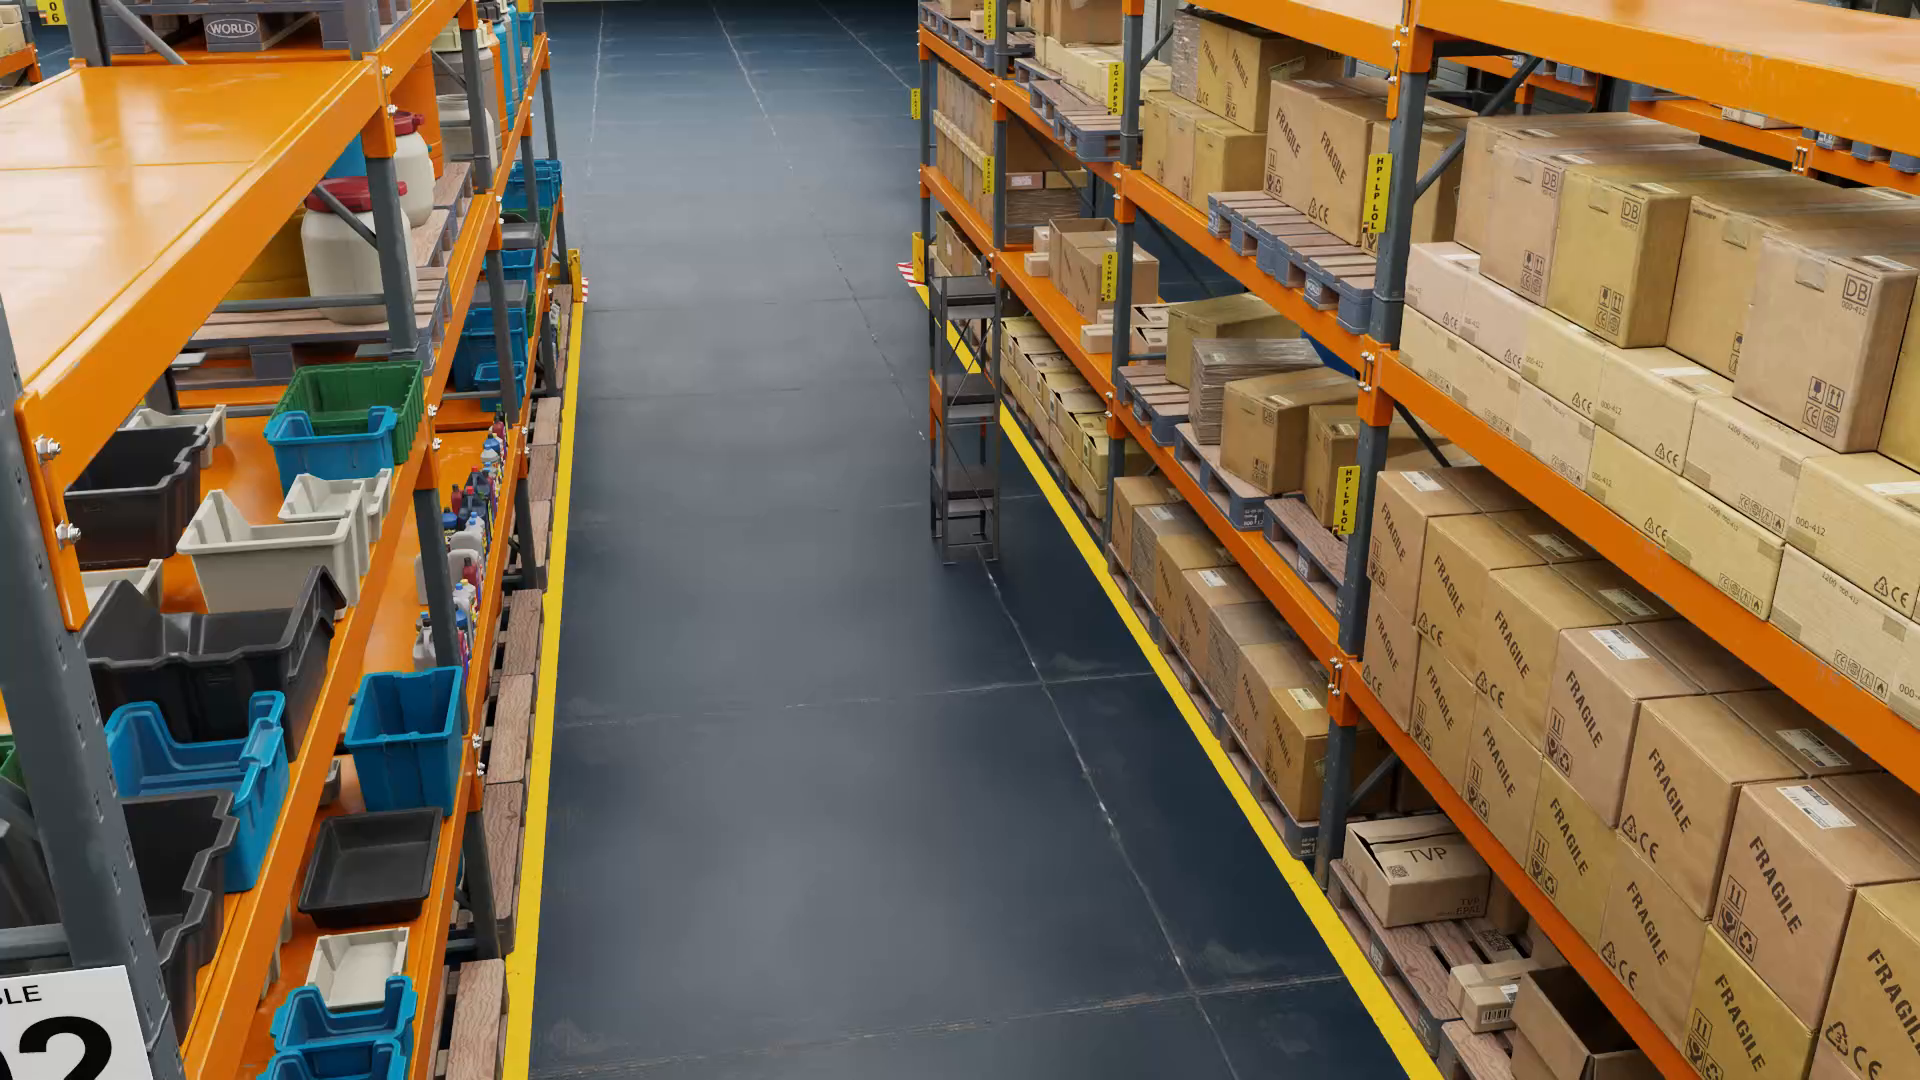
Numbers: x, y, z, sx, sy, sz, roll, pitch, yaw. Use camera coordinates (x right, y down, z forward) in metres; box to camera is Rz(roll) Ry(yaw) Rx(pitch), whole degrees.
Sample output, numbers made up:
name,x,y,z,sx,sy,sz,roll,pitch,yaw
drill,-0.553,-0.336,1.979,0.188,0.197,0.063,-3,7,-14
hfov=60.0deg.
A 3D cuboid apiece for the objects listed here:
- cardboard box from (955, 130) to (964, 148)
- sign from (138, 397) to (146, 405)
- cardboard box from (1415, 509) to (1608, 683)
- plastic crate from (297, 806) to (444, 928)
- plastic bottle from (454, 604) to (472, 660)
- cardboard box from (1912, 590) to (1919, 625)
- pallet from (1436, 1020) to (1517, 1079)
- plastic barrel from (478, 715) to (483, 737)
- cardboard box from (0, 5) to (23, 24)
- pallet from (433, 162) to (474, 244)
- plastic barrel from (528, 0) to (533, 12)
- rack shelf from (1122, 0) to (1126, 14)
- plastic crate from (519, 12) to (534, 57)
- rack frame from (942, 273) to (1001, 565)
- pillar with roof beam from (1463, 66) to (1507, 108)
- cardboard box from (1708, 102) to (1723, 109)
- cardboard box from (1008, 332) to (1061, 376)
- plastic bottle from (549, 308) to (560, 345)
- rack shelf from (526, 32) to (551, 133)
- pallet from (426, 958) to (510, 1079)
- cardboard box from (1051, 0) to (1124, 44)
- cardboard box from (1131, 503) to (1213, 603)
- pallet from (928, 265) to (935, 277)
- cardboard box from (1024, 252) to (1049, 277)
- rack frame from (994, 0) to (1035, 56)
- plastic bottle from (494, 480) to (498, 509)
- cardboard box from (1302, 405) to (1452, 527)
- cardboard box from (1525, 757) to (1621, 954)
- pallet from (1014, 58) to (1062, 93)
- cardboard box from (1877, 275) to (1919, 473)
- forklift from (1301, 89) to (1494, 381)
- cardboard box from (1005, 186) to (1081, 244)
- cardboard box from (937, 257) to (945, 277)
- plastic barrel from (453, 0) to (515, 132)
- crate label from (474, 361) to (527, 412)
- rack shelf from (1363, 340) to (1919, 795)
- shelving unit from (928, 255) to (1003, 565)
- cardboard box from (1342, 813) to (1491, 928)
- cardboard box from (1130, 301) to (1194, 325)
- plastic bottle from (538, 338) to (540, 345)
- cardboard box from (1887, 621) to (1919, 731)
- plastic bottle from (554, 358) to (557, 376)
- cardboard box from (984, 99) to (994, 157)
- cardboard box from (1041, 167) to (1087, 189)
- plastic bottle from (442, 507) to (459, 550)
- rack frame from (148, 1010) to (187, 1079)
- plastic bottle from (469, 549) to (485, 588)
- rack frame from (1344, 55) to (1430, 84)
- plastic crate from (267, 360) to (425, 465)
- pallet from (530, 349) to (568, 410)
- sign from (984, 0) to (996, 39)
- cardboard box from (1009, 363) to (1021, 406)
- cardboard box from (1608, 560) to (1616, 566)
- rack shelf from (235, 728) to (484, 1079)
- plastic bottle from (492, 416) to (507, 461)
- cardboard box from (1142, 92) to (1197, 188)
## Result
name,x,y,z,sx,sy,sz,roll,pitch,yaw
cardboard box,0.160,-4.075,16.897,0.380,0.149,0.250,-5,24,-10
sign,-3.132,-0.662,6.259,0.100,0.325,0.005,-4,24,-10
cardboard box,2.184,0.217,6.632,0.500,0.500,0.500,-5,24,-11
plastic crate,-2.120,1.196,6.033,0.437,0.125,0.590,-4,24,-10
plastic bottle,-2.321,0.425,7.690,0.097,0.271,0.097,0,24,0
cardboard box,2.672,0.167,3.935,0.500,0.250,0.500,-4,24,-10
pallet,2.633,2.341,6.627,1.003,0.211,1.213,-4,24,-10
plastic barrel,-2.822,0.902,9.021,0.421,0.512,0.421,0,24,0
cardboard box,-9.319,-5.079,16.073,0.380,0.149,0.250,-4,24,-10
pallet,-3.285,-1.877,9.287,1.003,0.211,1.213,-4,24,-10
plastic barrel,-4.595,-5.625,16.574,0.600,0.830,0.708,-4,24,-10
rack shelf,1.168,-4.285,12.216,1.077,0.370,4.000,-4,24,-10
plastic crate,-4.161,-4.683,15.496,0.392,0.384,0.575,-4,24,-10
rack frame,0.076,-0.801,11.461,0.400,2.100,0.015,-4,24,-10
pillar with roof beam,1.675,-6.996,17.025,9.100,9.000,0.400,-4,24,-10
cardboard box,6.257,-3.578,12.792,0.797,0.503,0.637,-1,24,-2
cardboard box,0.718,-1.646,14.482,0.500,0.311,0.500,-5,24,-10
plastic bottle,-3.925,-2.047,15.950,0.144,0.351,0.185,-4,24,-10
rack shelf,-4.440,-4.302,15.502,1.077,0.370,4.000,-4,24,-10
pallet,-2.417,2.241,6.855,1.003,0.211,1.213,-4,24,-10
cardboard box,1.002,-4.209,13.118,0.500,0.500,0.500,-2,24,-5
cardboard box,1.444,0.088,10.875,0.500,0.500,0.500,-5,24,-12
pallet,0.241,-2.833,18.472,1.003,0.211,1.213,-4,24,-10
cardboard box,0.762,-2.356,14.211,0.380,0.149,0.250,-4,24,-10
rack frame,0.799,-5.584,13.793,1.000,3.000,0.127,-4,24,-10
plastic bottle,-2.664,-0.273,9.374,0.097,0.201,0.097,0,24,0
cardboard box,2.221,-0.395,8.758,0.700,0.500,0.500,-1,24,-1
cardboard box,2.388,1.084,5.894,0.500,0.500,0.500,-5,24,-10
pallet,0.974,-3.776,13.639,0.805,0.209,1.217,-5,24,-12
cardboard box,2.897,-0.397,4.290,0.700,0.500,0.500,-4,24,-10
forklift,3.856,-1.909,12.960,1.130,2.935,3.031,-8,25,-17
cardboard box,0.710,-3.055,15.372,0.700,0.500,0.500,-5,24,-11
cardboard box,0.036,-2.917,18.092,0.500,0.250,0.500,-4,24,-10
plastic barrel,-3.521,-3.376,11.858,0.600,0.901,0.708,-4,24,-10
crate label,-3.040,-1.013,11.032,0.303,0.233,0.416,-4,24,-10
rack shelf,2.648,0.053,5.531,1.077,0.370,4.000,-4,24,-10
shelving unit,0.031,-0.897,11.681,0.431,2.100,0.503,-4,24,-10
cardboard box,2.143,1.523,7.824,0.500,0.311,0.500,-4,24,-10
cardboard box,1.563,-1.587,12.247,0.500,0.311,0.500,-5,24,-10
plastic bottle,-3.953,-1.795,15.373,0.144,0.351,0.185,-4,24,-10
cardboard box,2.663,0.397,4.034,0.500,0.250,0.500,-4,24,-10
plastic bottle,-3.717,-1.587,15.082,0.097,0.201,0.097,0,24,0
cardboard box,0.616,-3.848,15.567,0.700,0.500,0.500,-4,24,-10
cardboard box,0.939,-3.298,15.119,0.380,0.149,0.250,-4,24,-10
plastic bottle,-2.688,-0.044,8.763,0.097,0.271,0.097,0,24,0
rack frame,-1.851,2.250,3.350,1.000,3.000,0.127,-4,24,-10
plastic bottle,-2.468,0.146,8.417,0.097,0.201,0.097,0,24,0
rack frame,4.926,-4.777,19.439,1.000,3.000,0.127,-4,24,-10
plastic crate,-2.215,-0.457,6.064,0.450,0.188,0.662,-4,24,-10
pallet,-4.153,-1.459,15.328,1.003,0.211,1.213,-4,24,-10
sign,0.253,-4.441,14.179,0.100,0.325,0.005,-4,24,-10
cardboard box,0.723,-1.389,14.594,0.500,0.250,0.500,-4,24,-8
cardboard box,2.723,0.189,6.696,0.500,0.500,0.500,-5,24,-11
rack shelf,-2.221,1.793,5.296,1.077,0.370,4.000,-4,24,-10
plastic bottle,-2.794,-0.625,10.079,0.061,0.283,0.133,-4,24,-10
cardboard box,1.652,-2.513,10.384,0.910,0.500,0.500,-4,24,-10
